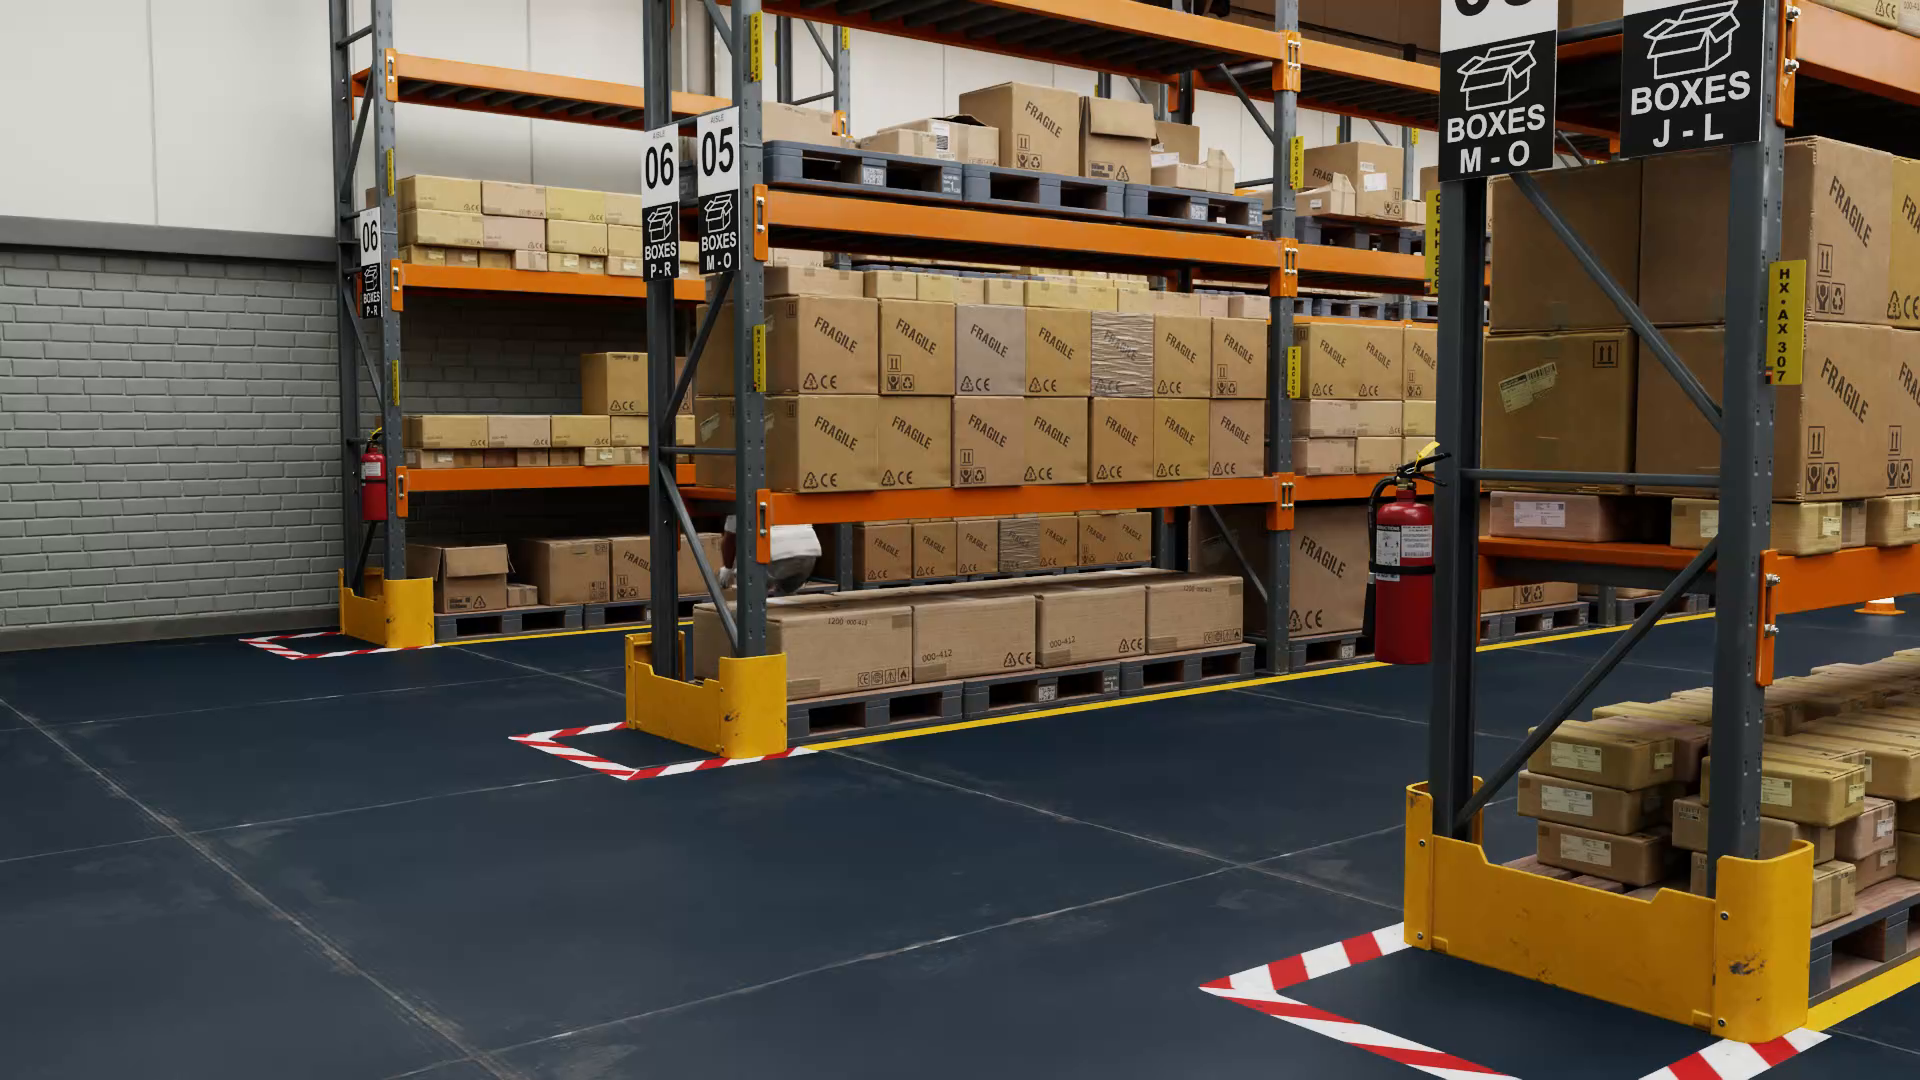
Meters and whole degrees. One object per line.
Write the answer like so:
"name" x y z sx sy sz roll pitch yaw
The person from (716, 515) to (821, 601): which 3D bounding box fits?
"person" -1.365 0.138 11.855 0.613 1.352 0.801 -3 5 -39
